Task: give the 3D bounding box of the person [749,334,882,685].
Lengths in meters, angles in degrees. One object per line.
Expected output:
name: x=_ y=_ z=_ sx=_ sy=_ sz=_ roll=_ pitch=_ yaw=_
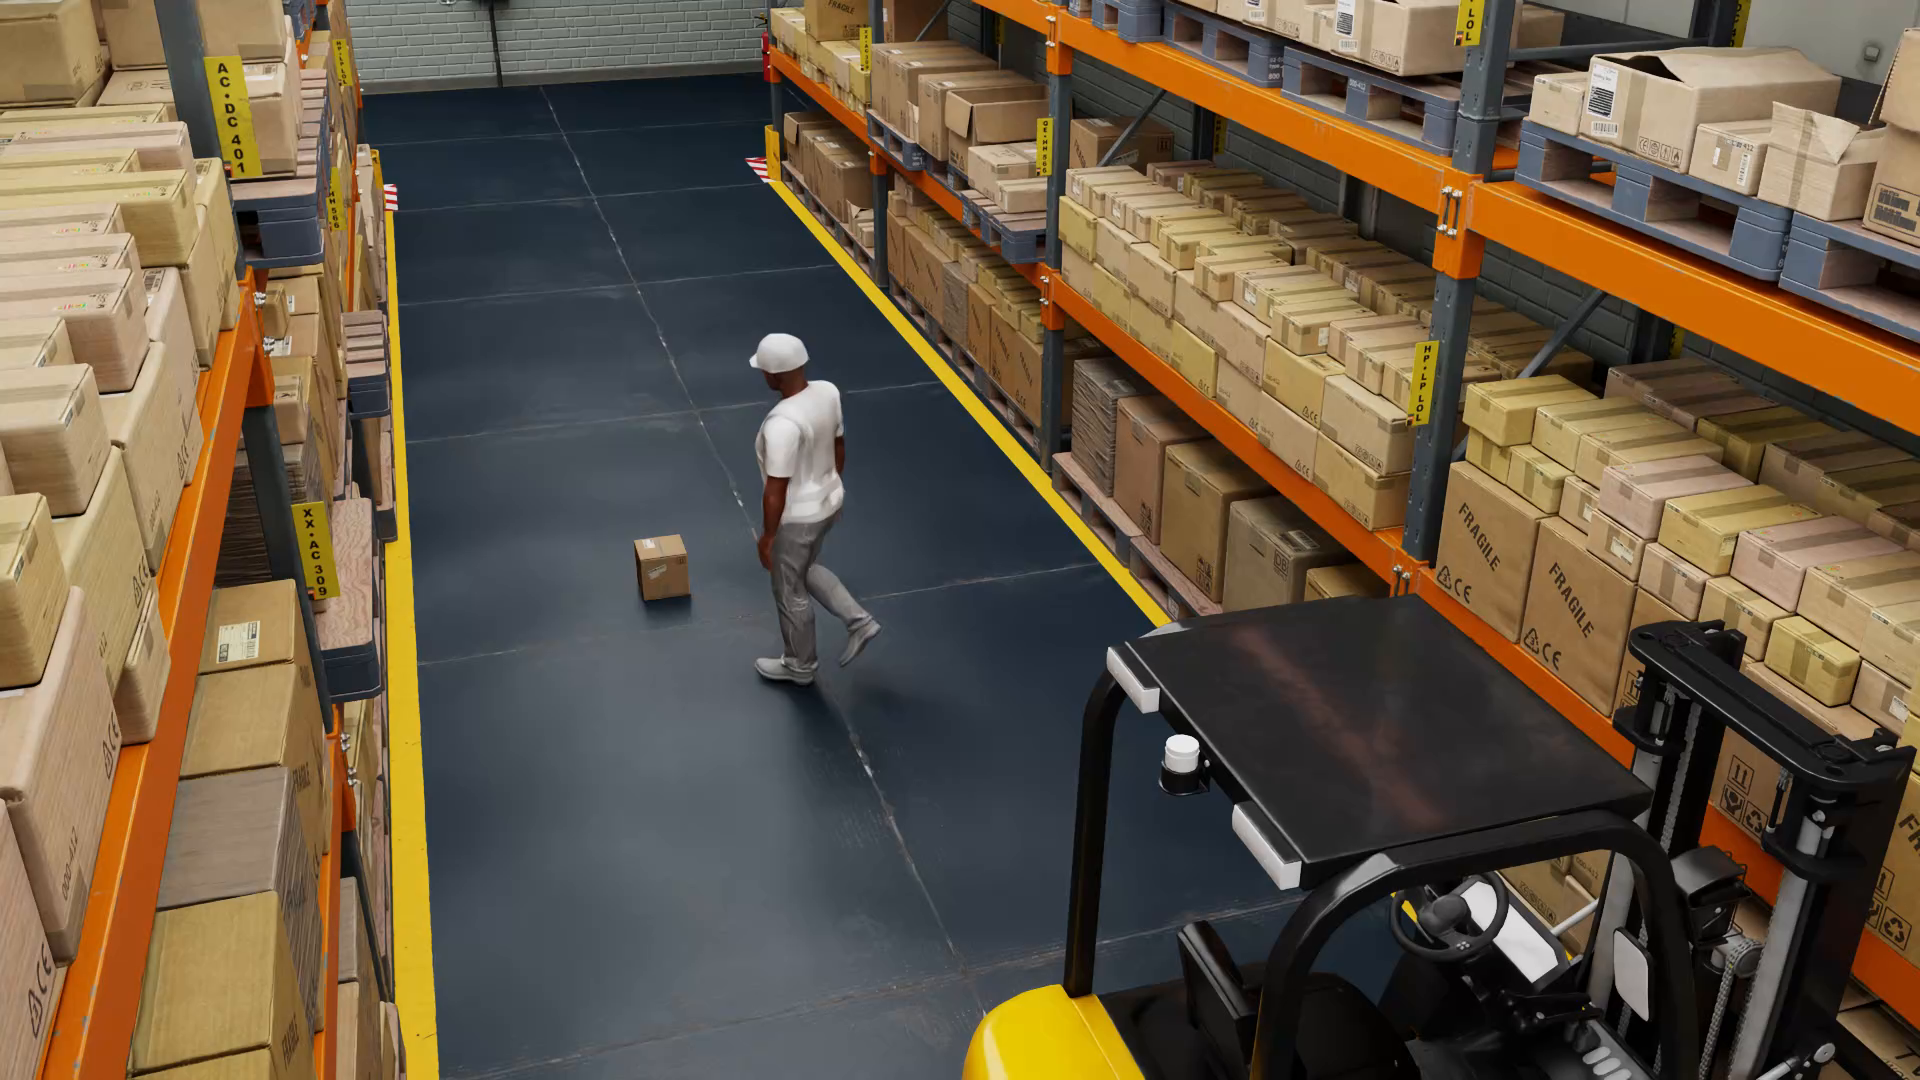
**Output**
person: x=-0.690 y=-0.132 z=7.821 sx=0.604 sy=1.761 sz=0.629 roll=10 pitch=28 yaw=20
